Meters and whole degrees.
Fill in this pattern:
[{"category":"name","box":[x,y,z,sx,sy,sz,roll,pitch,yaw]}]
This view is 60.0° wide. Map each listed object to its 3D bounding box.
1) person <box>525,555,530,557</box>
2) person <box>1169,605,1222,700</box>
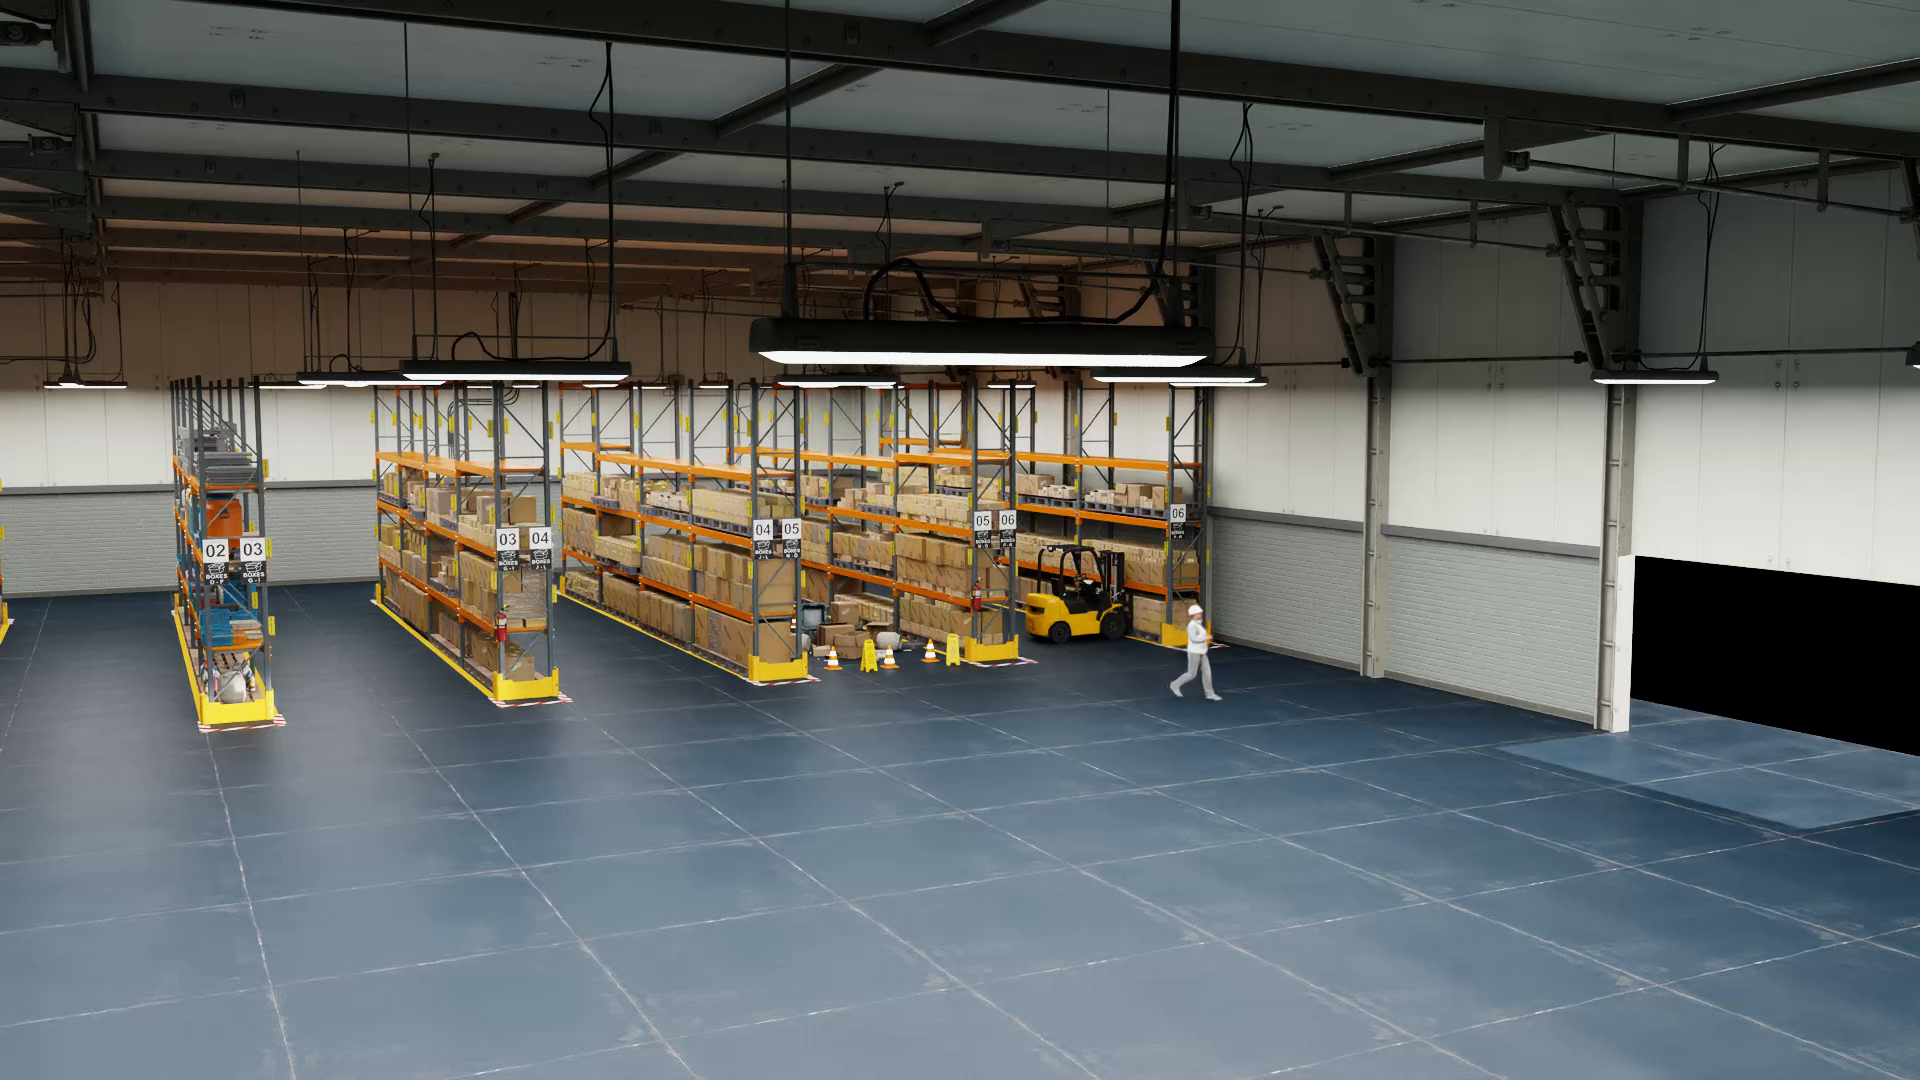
[{"category":"person","box":[-12.539,0.719,46.742,0.730,1.694,0.737,3,6,28]},{"category":"person","box":[4.381,2.082,30.778,0.971,1.757,0.658,2,6,24]}]
